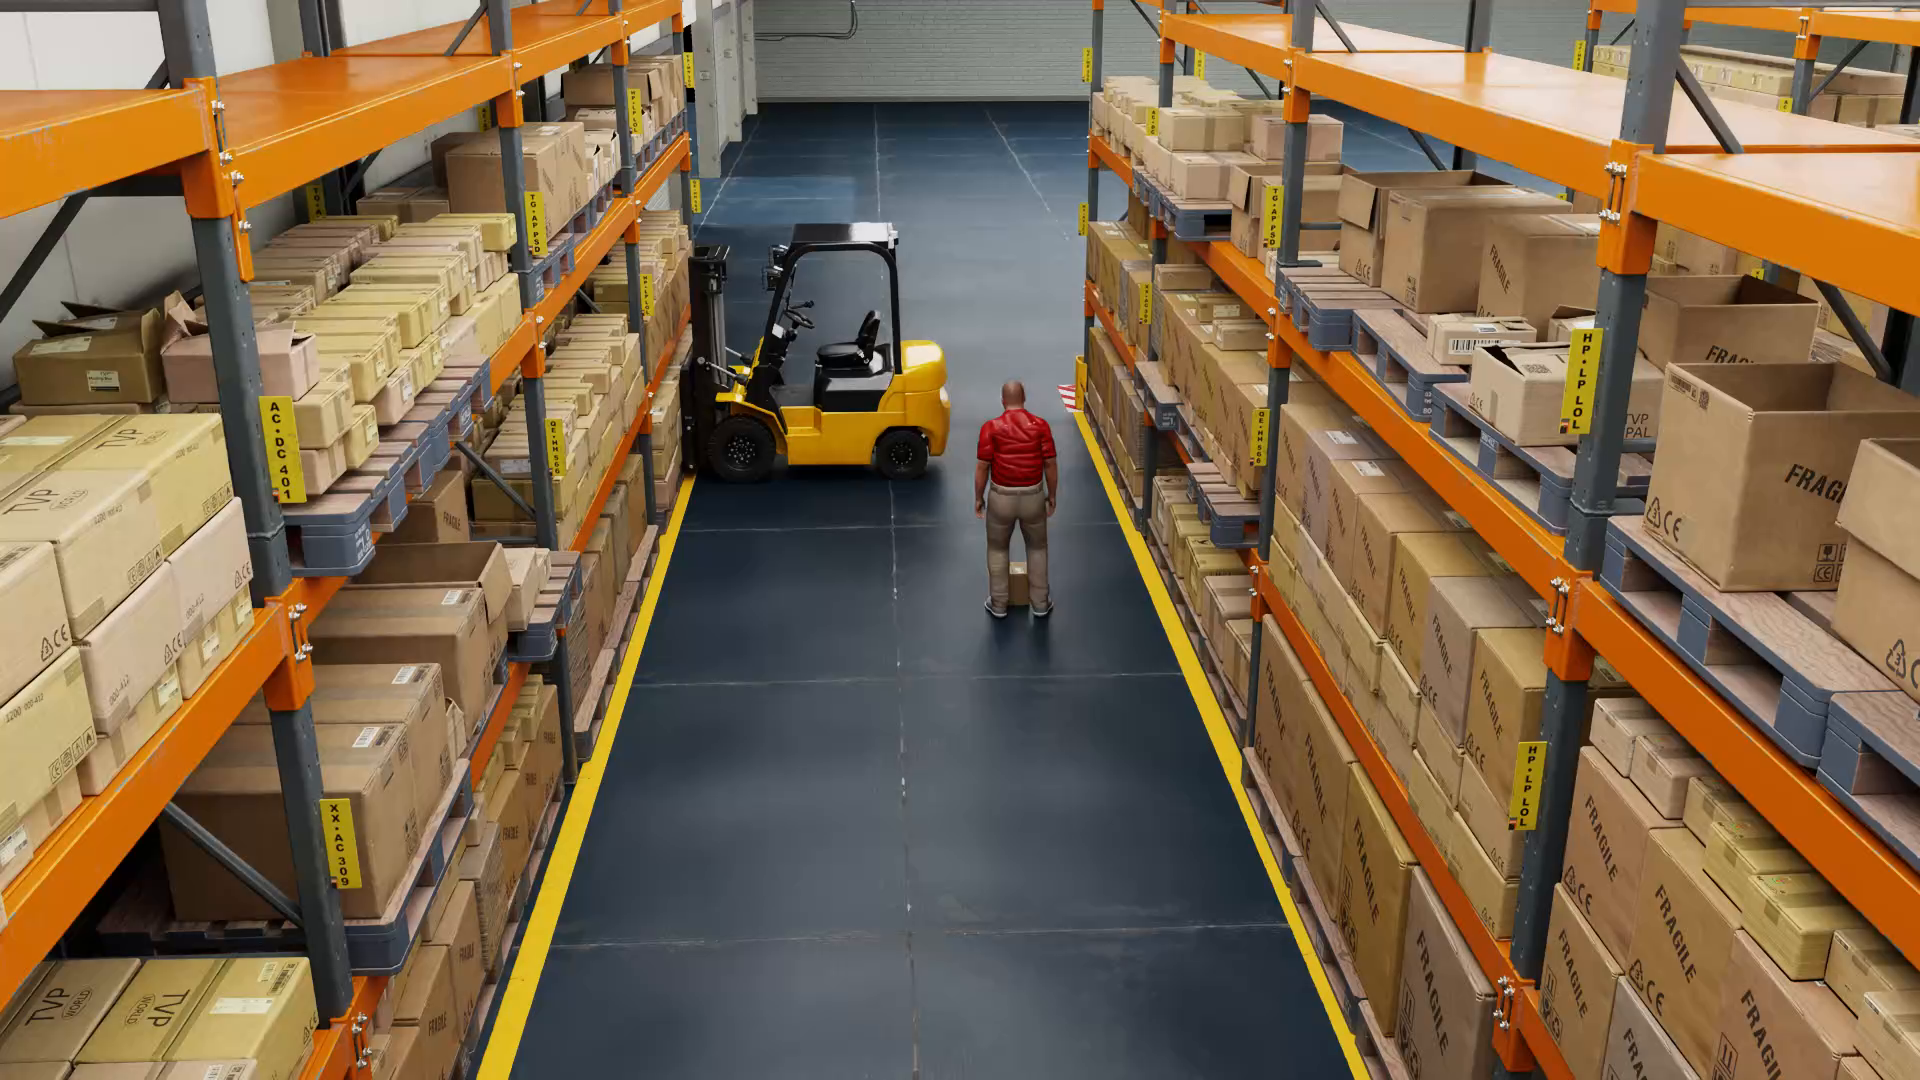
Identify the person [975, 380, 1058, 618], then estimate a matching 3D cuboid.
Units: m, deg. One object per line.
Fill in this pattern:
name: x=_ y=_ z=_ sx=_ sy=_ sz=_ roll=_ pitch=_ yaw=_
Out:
person: x=0.400 y=-0.284 z=11.866 sx=0.593 sy=1.726 sz=0.395 roll=-1 pitch=20 yaw=-4
